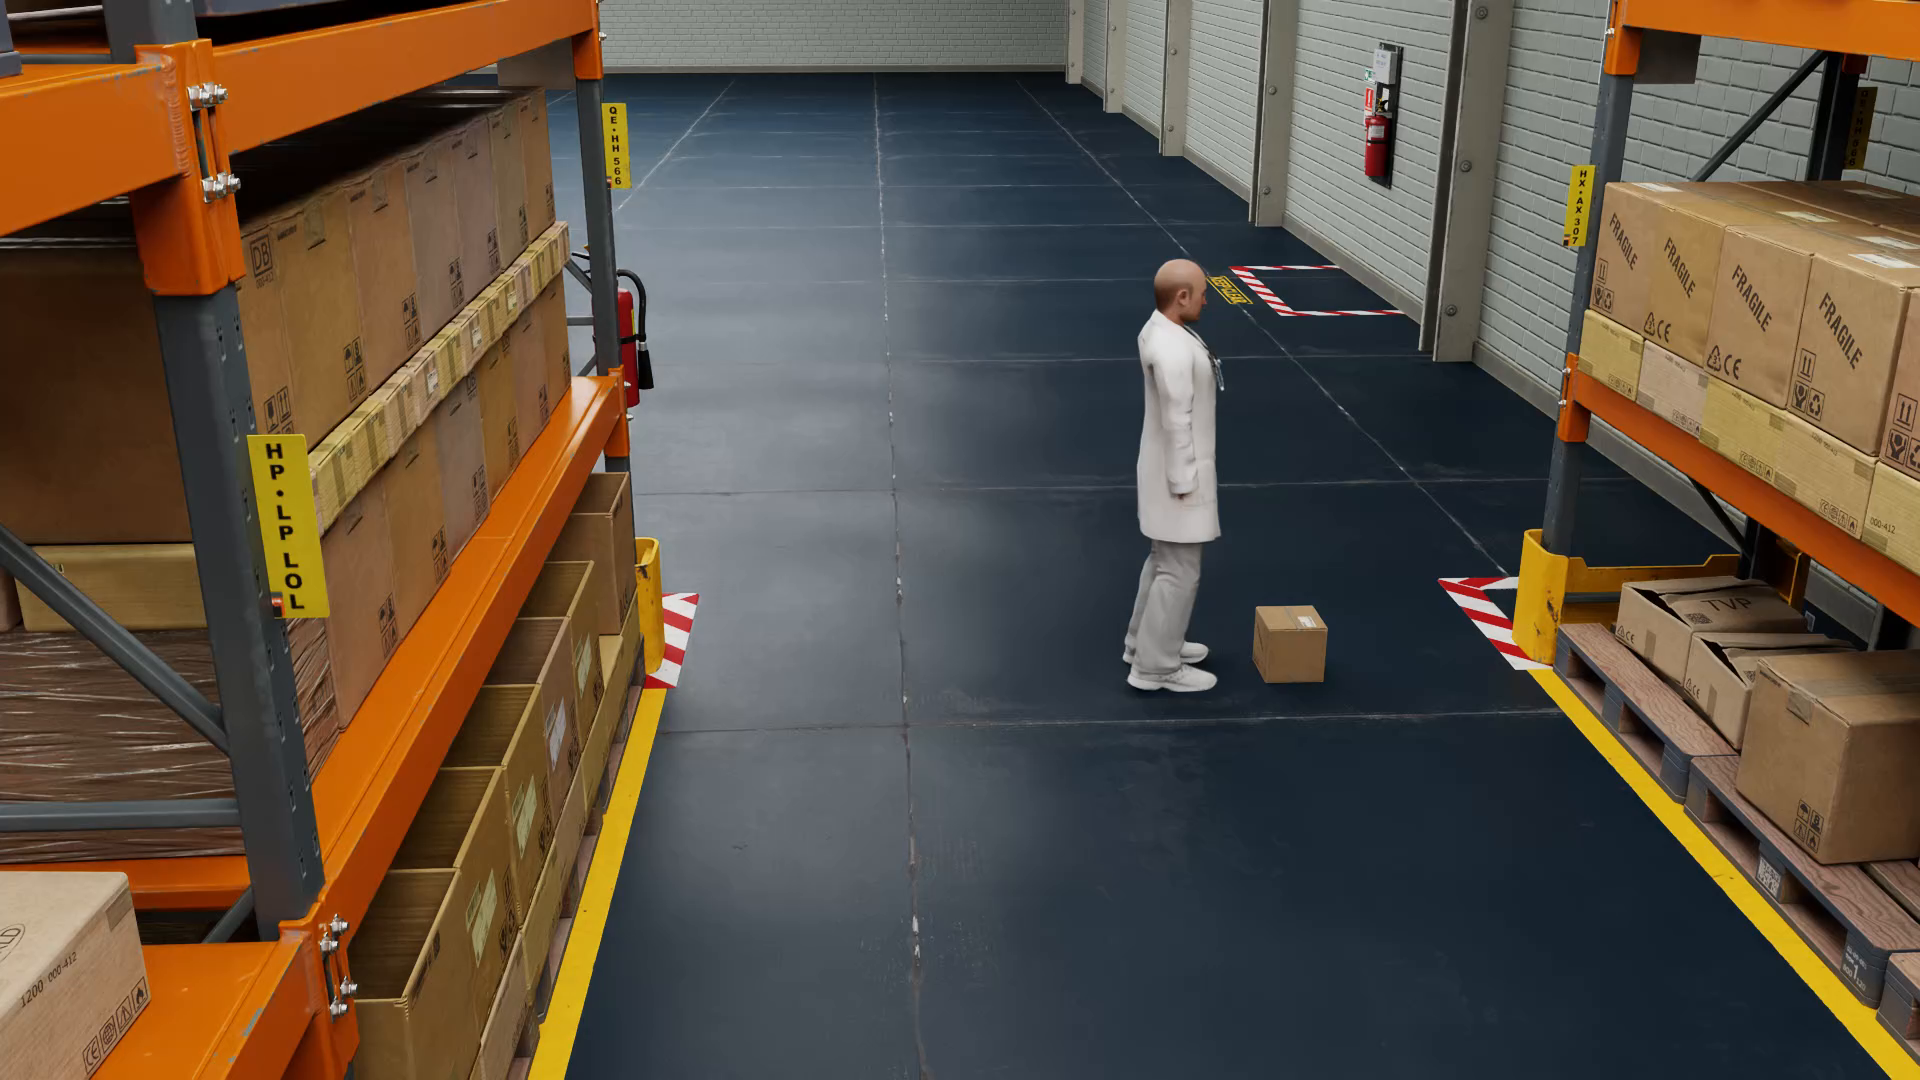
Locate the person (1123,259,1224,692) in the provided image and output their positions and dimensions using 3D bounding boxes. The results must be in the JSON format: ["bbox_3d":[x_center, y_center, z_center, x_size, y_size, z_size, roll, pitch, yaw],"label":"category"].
[{"bbox_3d":[0.893,-0.266,6.845,0.385,1.783,0.562,-1,20,-2],"label":"person"}]
